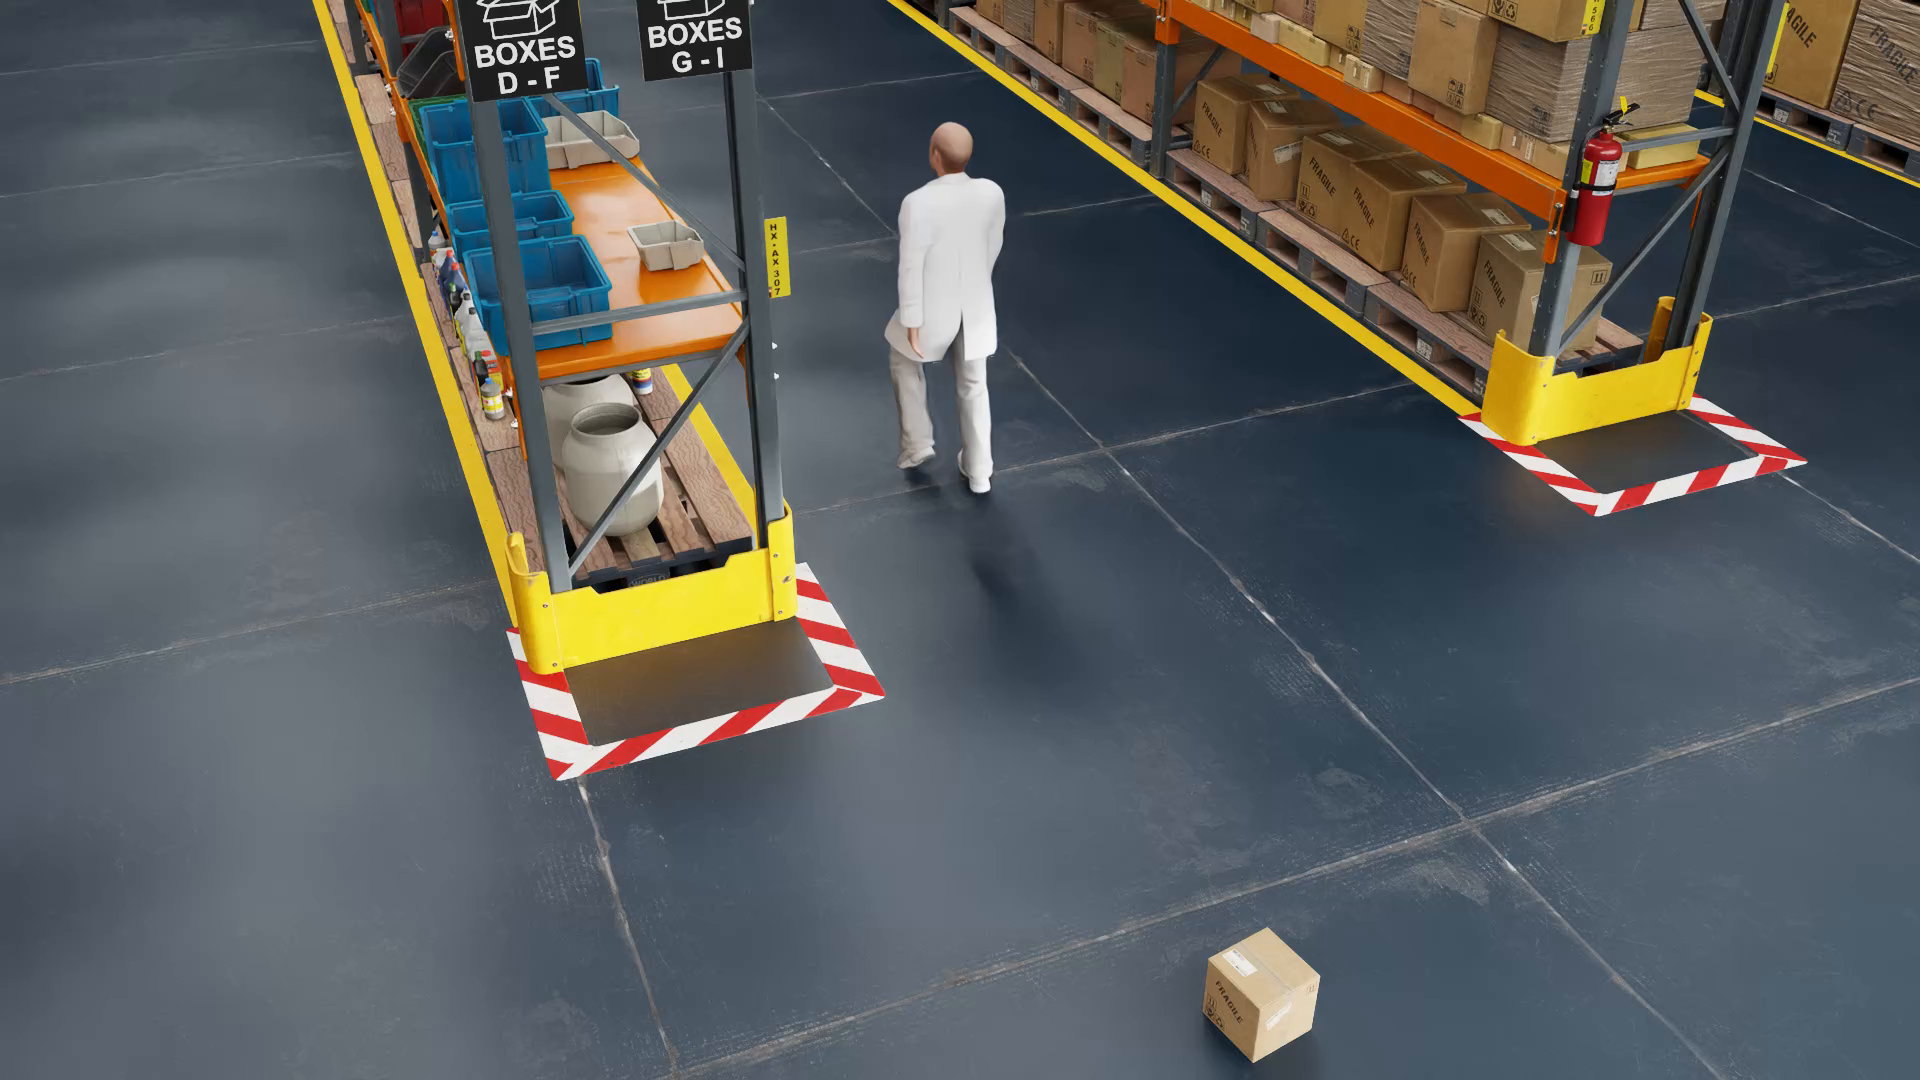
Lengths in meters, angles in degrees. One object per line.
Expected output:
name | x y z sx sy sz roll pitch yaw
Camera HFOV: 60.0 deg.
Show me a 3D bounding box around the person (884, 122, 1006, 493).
person | -0.053 -1.050 7.787 0.578 1.847 0.590 -13 35 -19
